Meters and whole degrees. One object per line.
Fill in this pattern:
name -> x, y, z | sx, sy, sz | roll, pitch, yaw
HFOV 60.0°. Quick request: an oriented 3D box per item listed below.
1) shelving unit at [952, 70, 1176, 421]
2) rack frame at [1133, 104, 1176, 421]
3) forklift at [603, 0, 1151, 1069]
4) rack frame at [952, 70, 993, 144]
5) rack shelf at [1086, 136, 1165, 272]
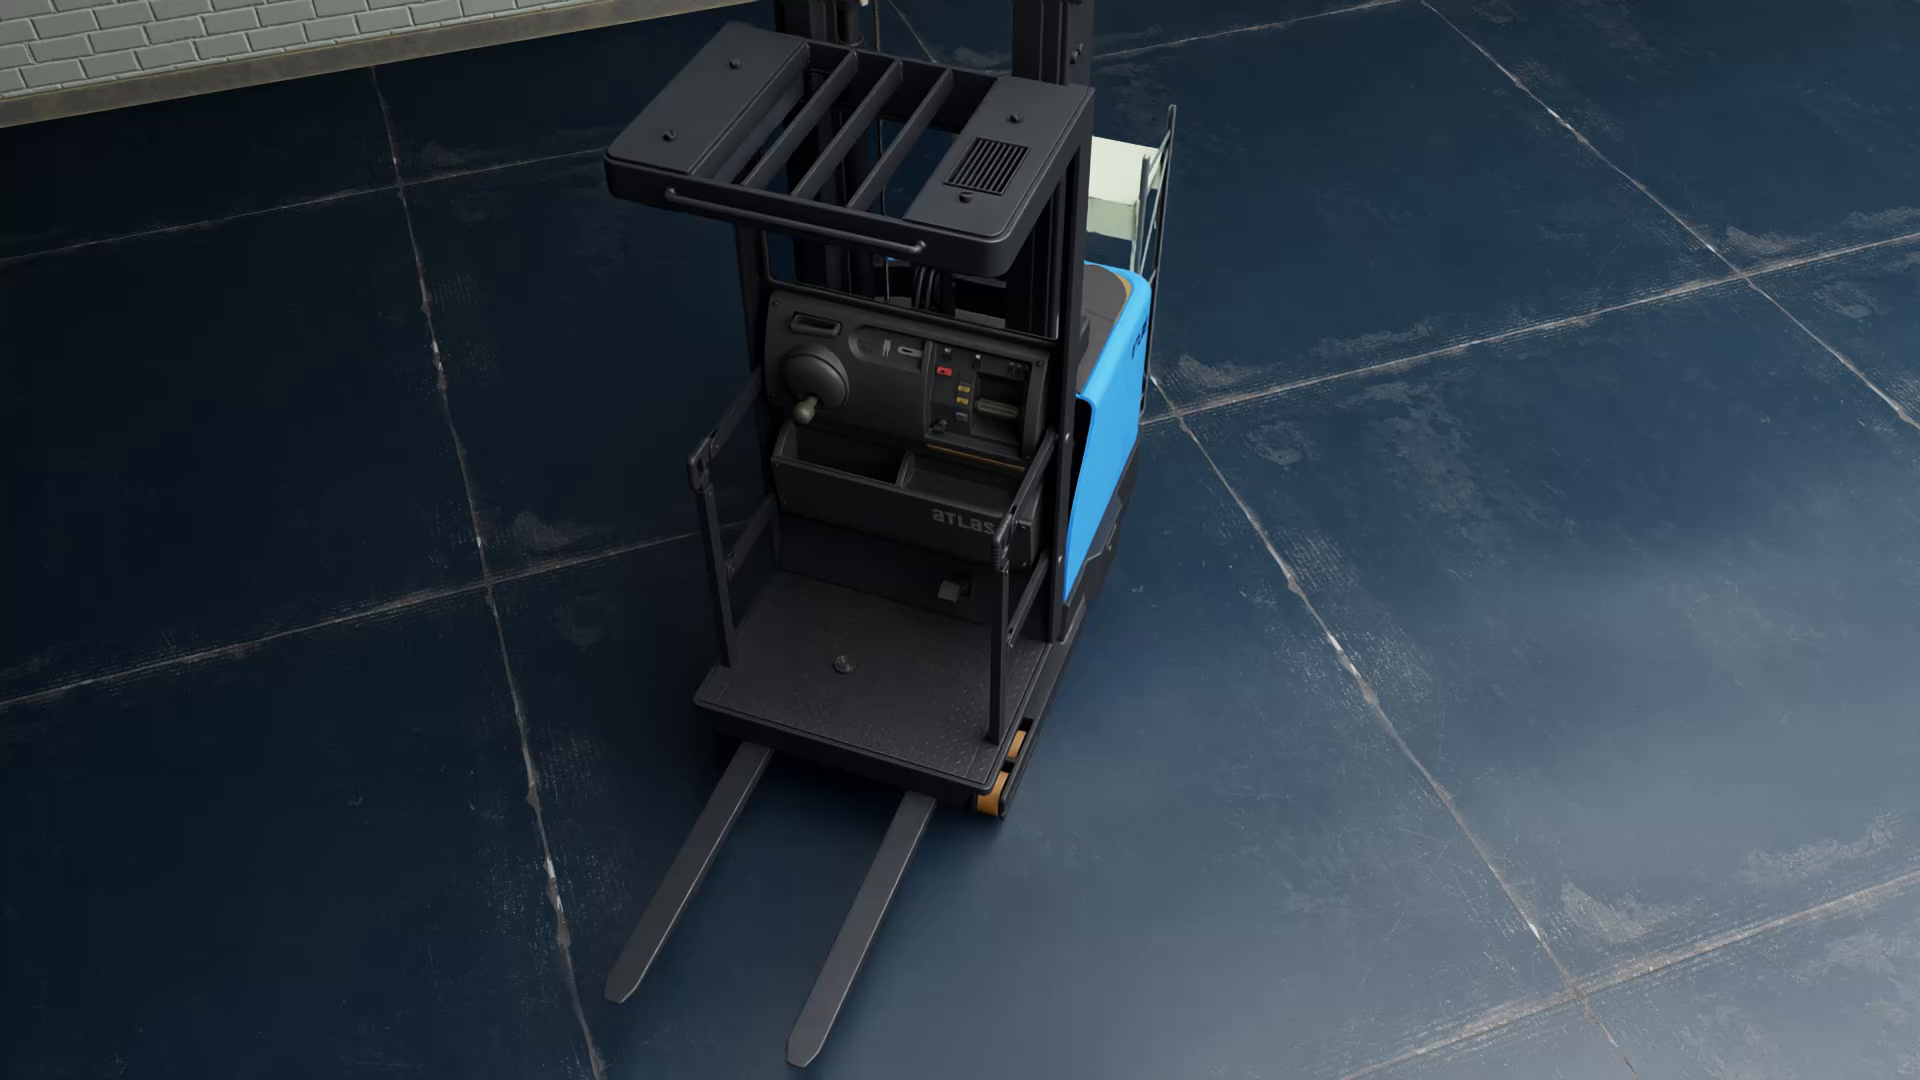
shelving unit -> 0.393, -1.067, 6.755 | 0.755, 1.500, 0.431 | 15, 47, 14
rack frame -> 0.736, -0.978, 6.666 | 0.023, 1.500, 0.400 | 15, 47, 14
forklift -> -0.252, -0.411, 5.090 | 1.130, 2.935, 3.031 | 15, 47, 14
rack frame -> 0.049, -1.157, 6.843 | 0.023, 1.500, 0.400 | 15, 47, 14
rack shelf -> 0.393, -1.343, 6.479 | 0.720, 0.370, 0.431 | 15, 47, 14
